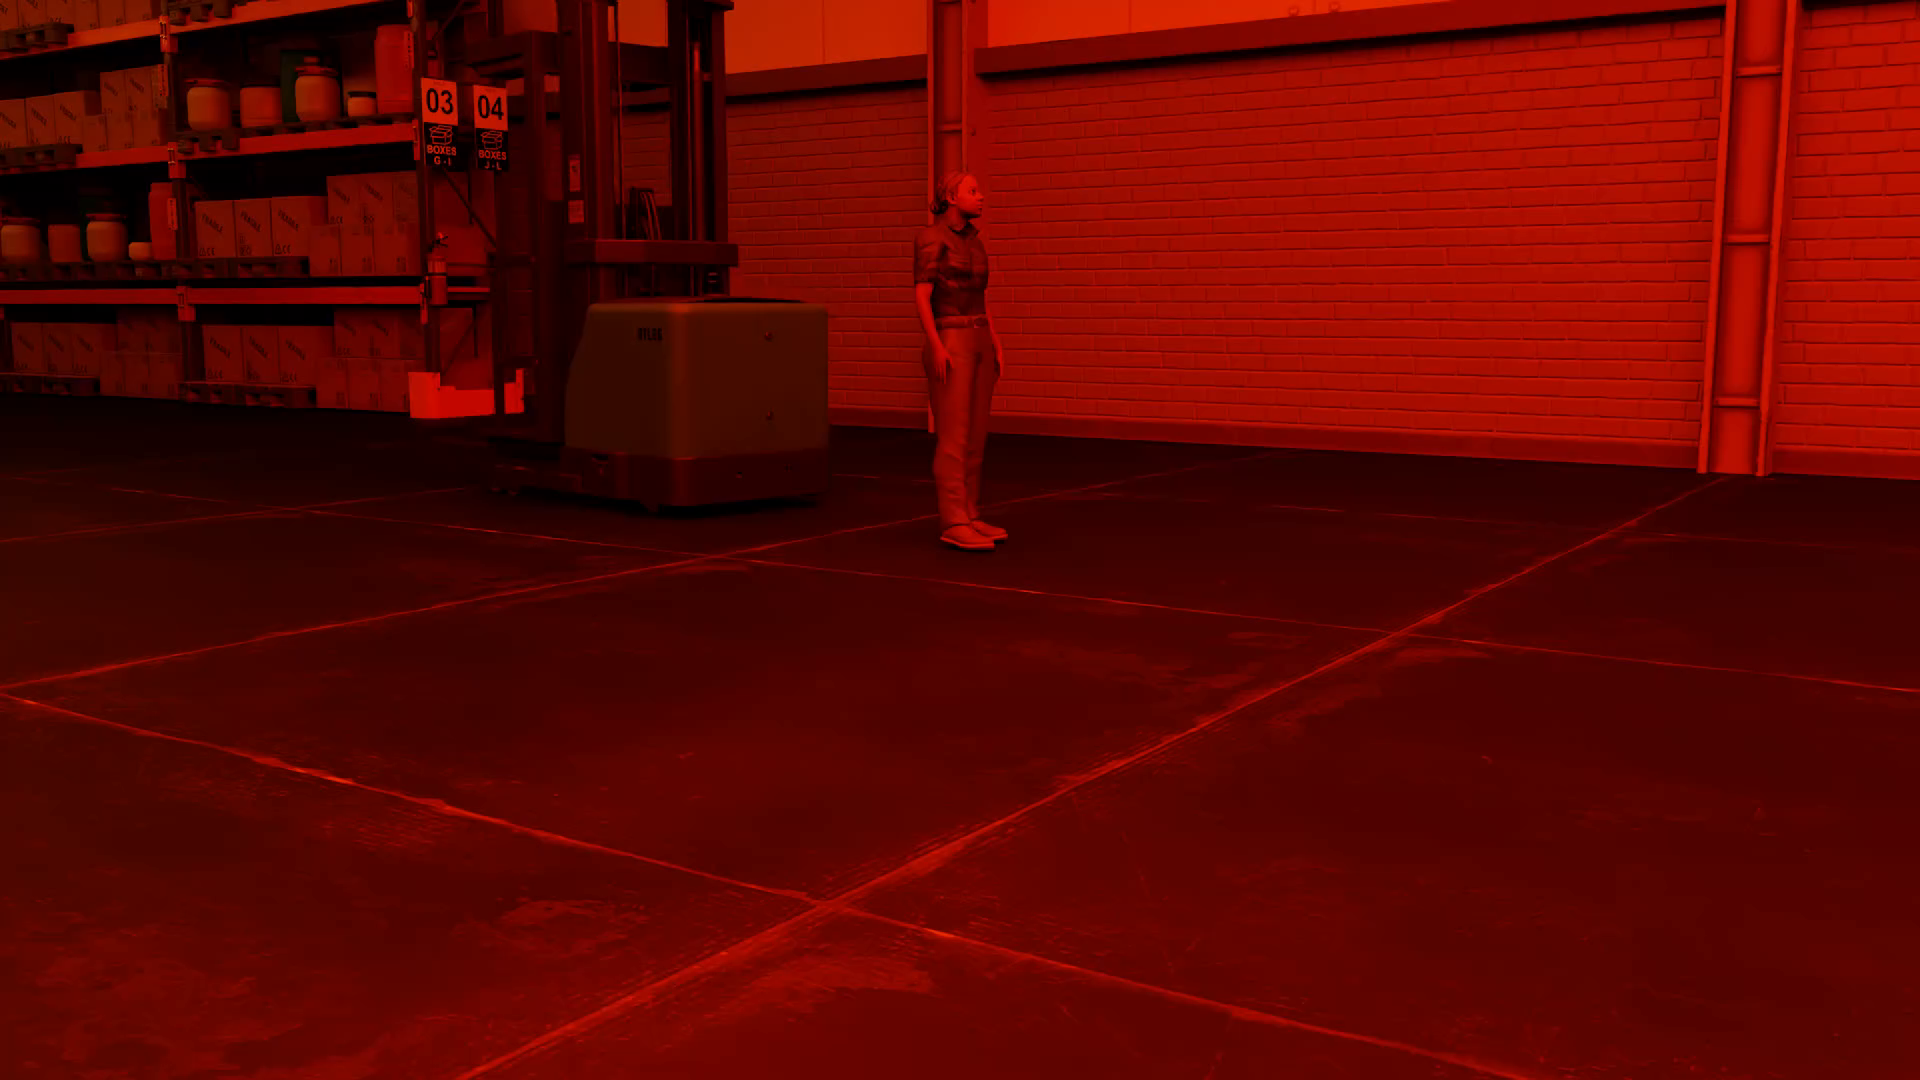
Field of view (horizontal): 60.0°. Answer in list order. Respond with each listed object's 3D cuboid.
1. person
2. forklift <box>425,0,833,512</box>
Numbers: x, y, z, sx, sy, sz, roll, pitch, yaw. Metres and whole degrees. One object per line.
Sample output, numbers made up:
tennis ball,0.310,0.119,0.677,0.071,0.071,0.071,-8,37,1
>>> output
person,0.062,-0.817,7.422,0.503,1.656,0.570,5,10,34
forklift,-2.074,-1.744,9.460,1.130,2.935,3.031,-8,11,-44
